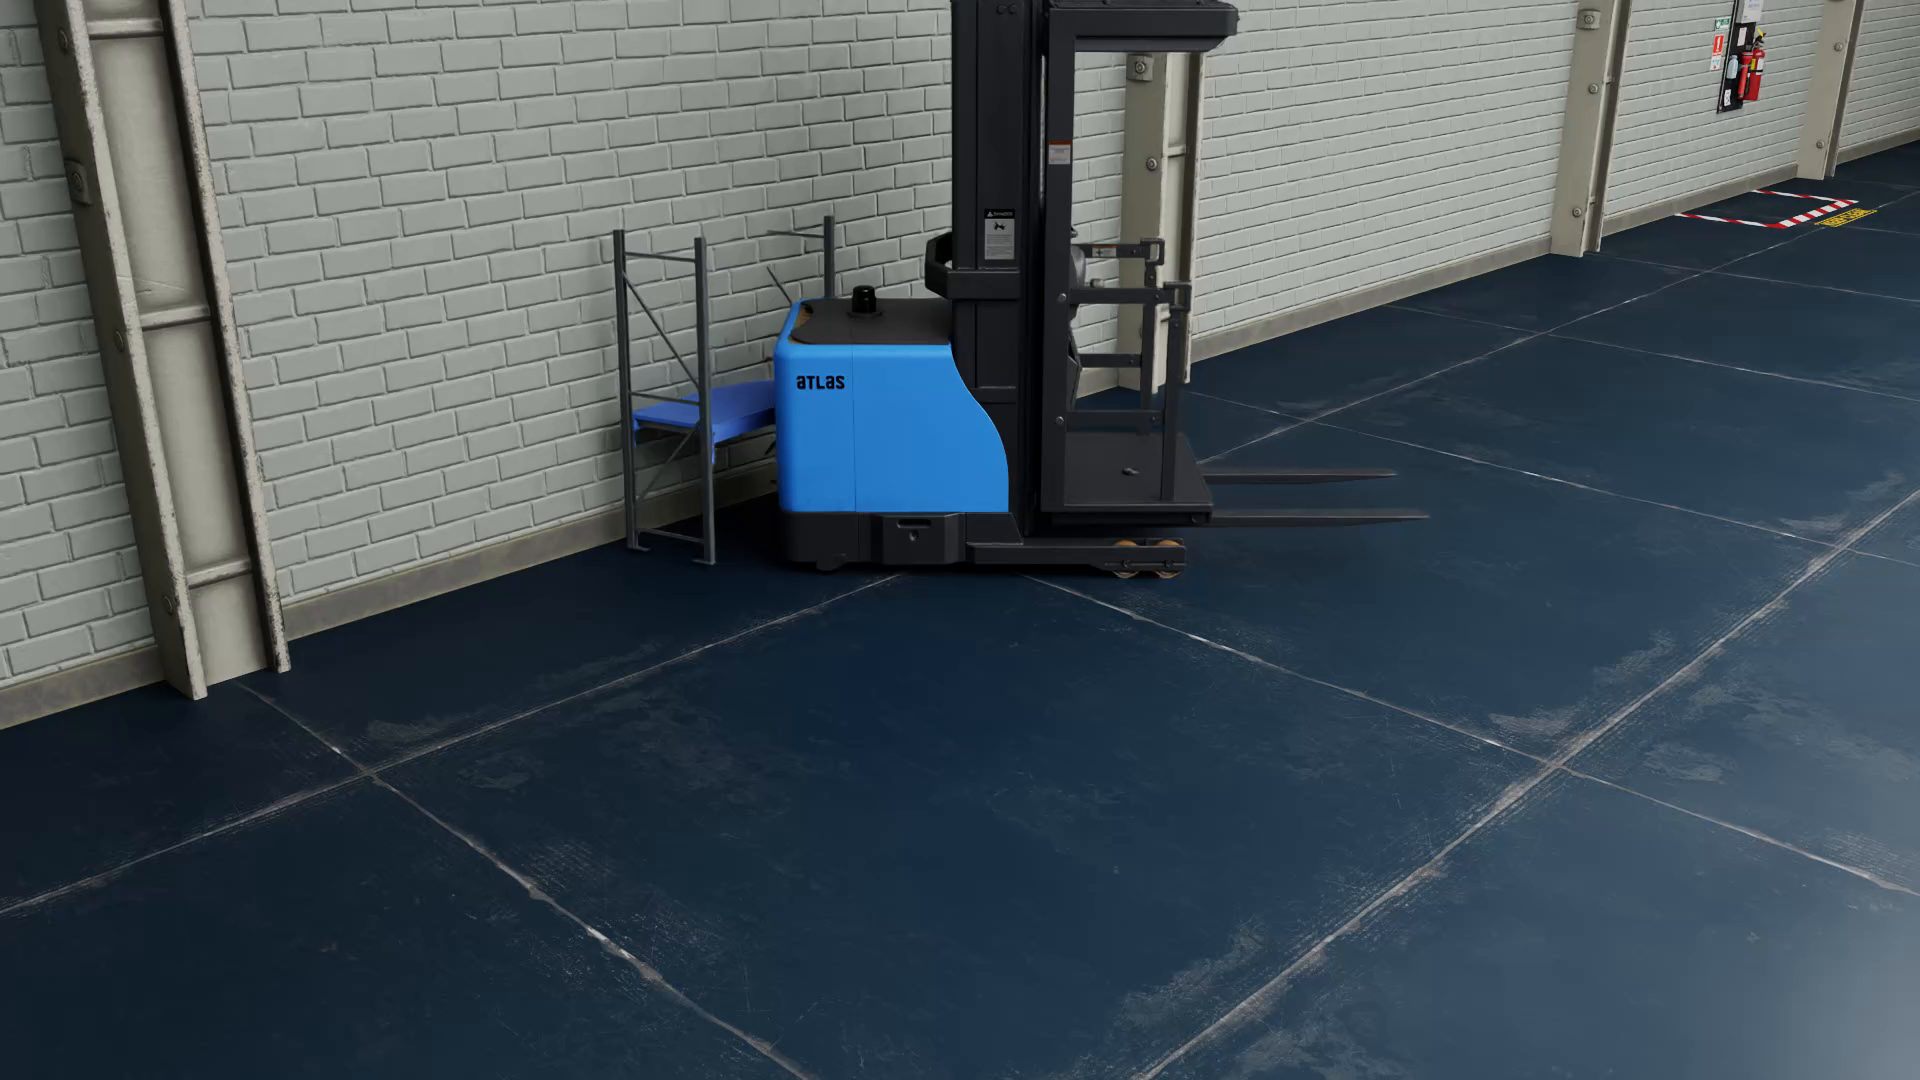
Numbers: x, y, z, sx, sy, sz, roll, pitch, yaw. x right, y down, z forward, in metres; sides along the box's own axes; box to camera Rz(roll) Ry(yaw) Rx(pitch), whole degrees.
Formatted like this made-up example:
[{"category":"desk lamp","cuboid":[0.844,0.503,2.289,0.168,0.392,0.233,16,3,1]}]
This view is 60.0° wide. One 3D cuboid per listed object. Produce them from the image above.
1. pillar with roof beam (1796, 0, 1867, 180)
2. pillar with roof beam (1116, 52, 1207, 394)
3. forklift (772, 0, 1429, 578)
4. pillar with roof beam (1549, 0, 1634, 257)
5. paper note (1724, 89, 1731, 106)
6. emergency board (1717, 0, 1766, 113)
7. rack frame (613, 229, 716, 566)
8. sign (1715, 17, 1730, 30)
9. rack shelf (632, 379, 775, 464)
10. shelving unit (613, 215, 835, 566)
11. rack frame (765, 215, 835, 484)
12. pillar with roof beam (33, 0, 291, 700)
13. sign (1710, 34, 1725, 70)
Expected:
[{"category":"pillar with roof beam","cuboid":[12.694,-7.216,14.306,9.100,9.000,0.400,19,28,41]},{"category":"pillar with roof beam","cuboid":[4.323,-4.131,6.280,9.100,9.000,0.400,19,28,41]},{"category":"forklift","cuboid":[0.671,-1.388,7.599,3.031,2.935,1.130,0,21,0]},{"category":"pillar with roof beam","cuboid":[8.509,-5.674,10.293,9.100,9.000,0.400,19,28,41]},{"category":"paper note","cuboid":[7.686,-4.428,16.642,0.016,0.148,0.142,19,28,41]},{"category":"emergency board","cuboid":[7.859,-4.868,16.558,0.194,1.169,0.643,19,28,41]},{"category":"rack frame","cuboid":[-1.345,-0.641,7.581,0.500,1.500,0.032,10,20,27]},{"category":"sign","cuboid":[7.408,-5.014,16.151,0.001,0.109,0.331,19,28,41]},{"category":"rack shelf","cuboid":[-1.101,-0.599,8.060,0.538,0.185,1.000,10,20,27]},{"category":"shelving unit","cuboid":[-1.098,-0.771,8.006,0.538,1.500,1.048,10,20,27]},{"category":"rack frame","cuboid":[-0.850,-0.900,8.430,0.500,1.500,0.032,10,20,27]},{"category":"pillar with roof beam","cuboid":[0.137,-2.589,2.268,9.100,9.000,0.400,19,28,41]},{"category":"sign","cuboid":[7.399,-4.768,16.249,0.001,0.329,0.234,19,28,41]}]
